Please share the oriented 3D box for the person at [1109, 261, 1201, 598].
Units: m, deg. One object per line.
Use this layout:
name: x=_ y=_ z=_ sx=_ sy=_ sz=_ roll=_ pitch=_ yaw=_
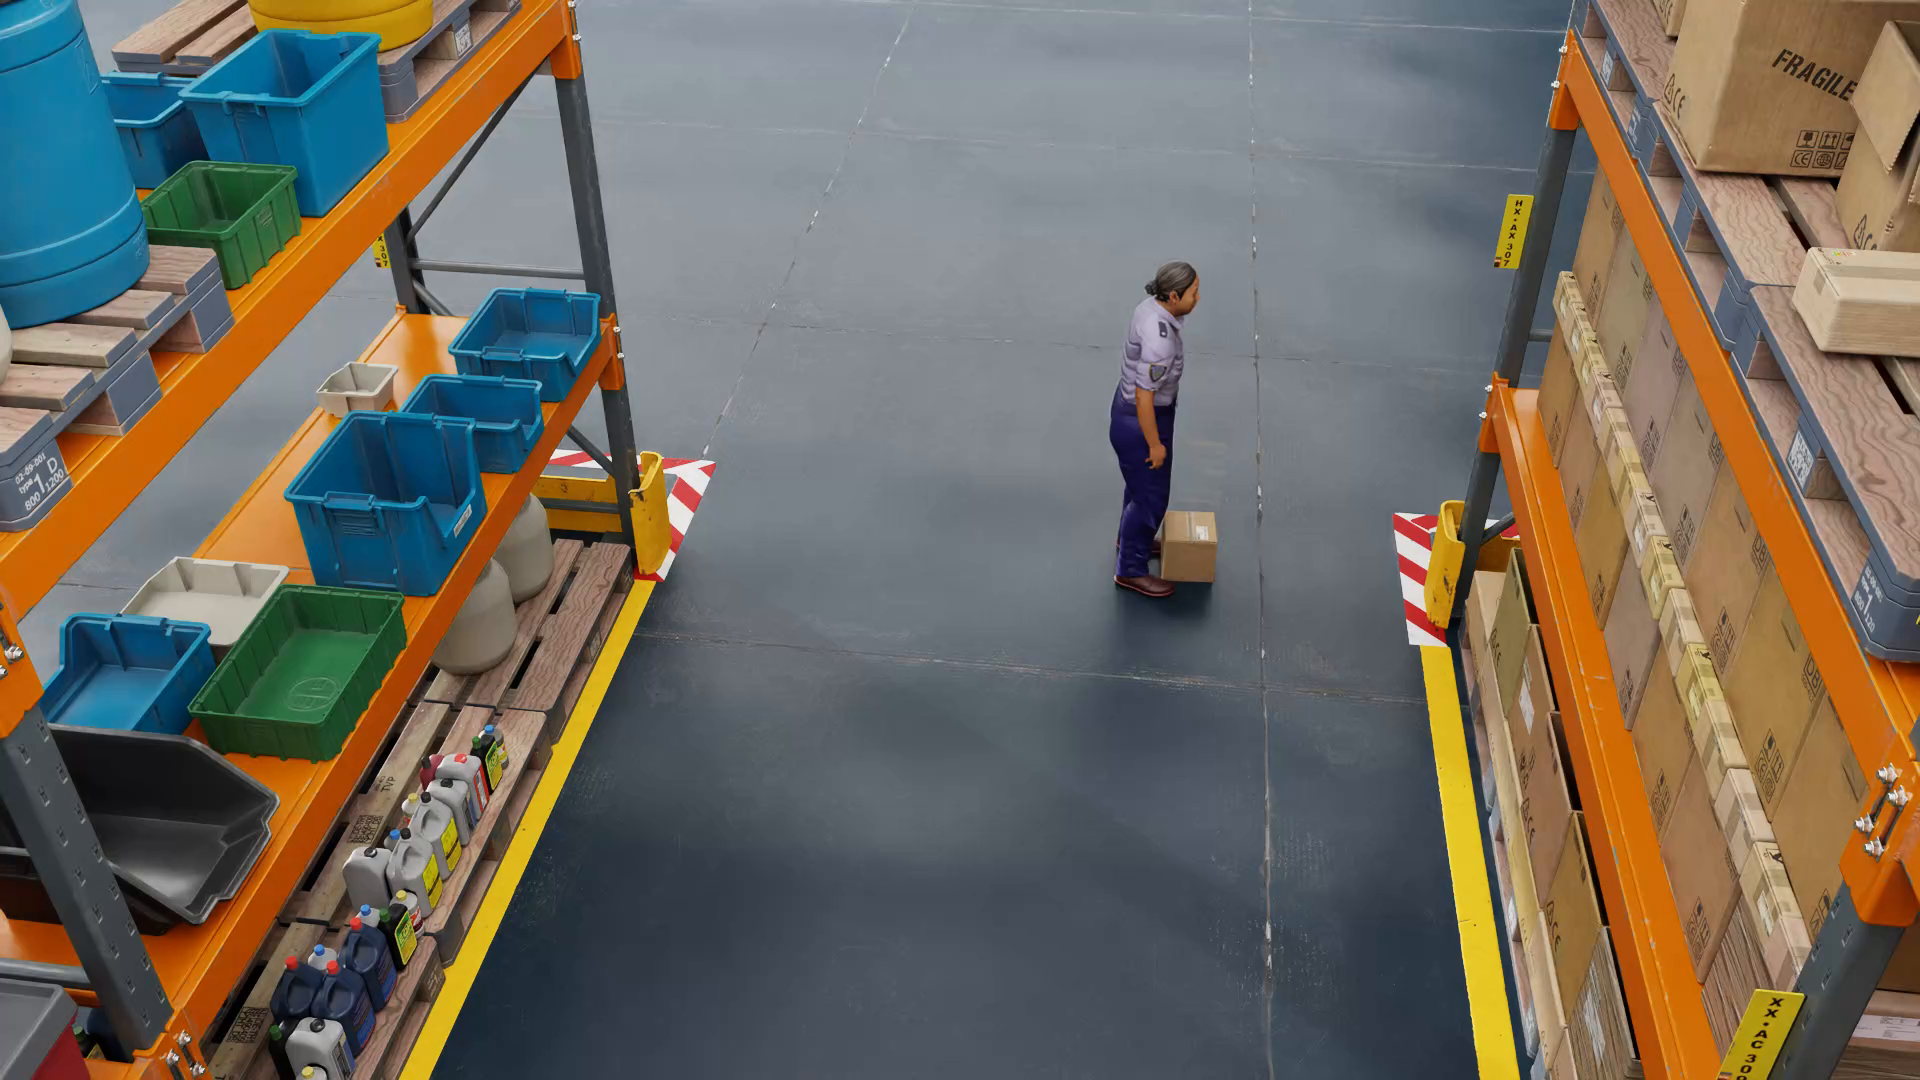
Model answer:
person: x=0.887 y=-0.546 z=7.789 sx=0.367 sy=1.647 sz=0.547 roll=4 pitch=37 yaw=5
